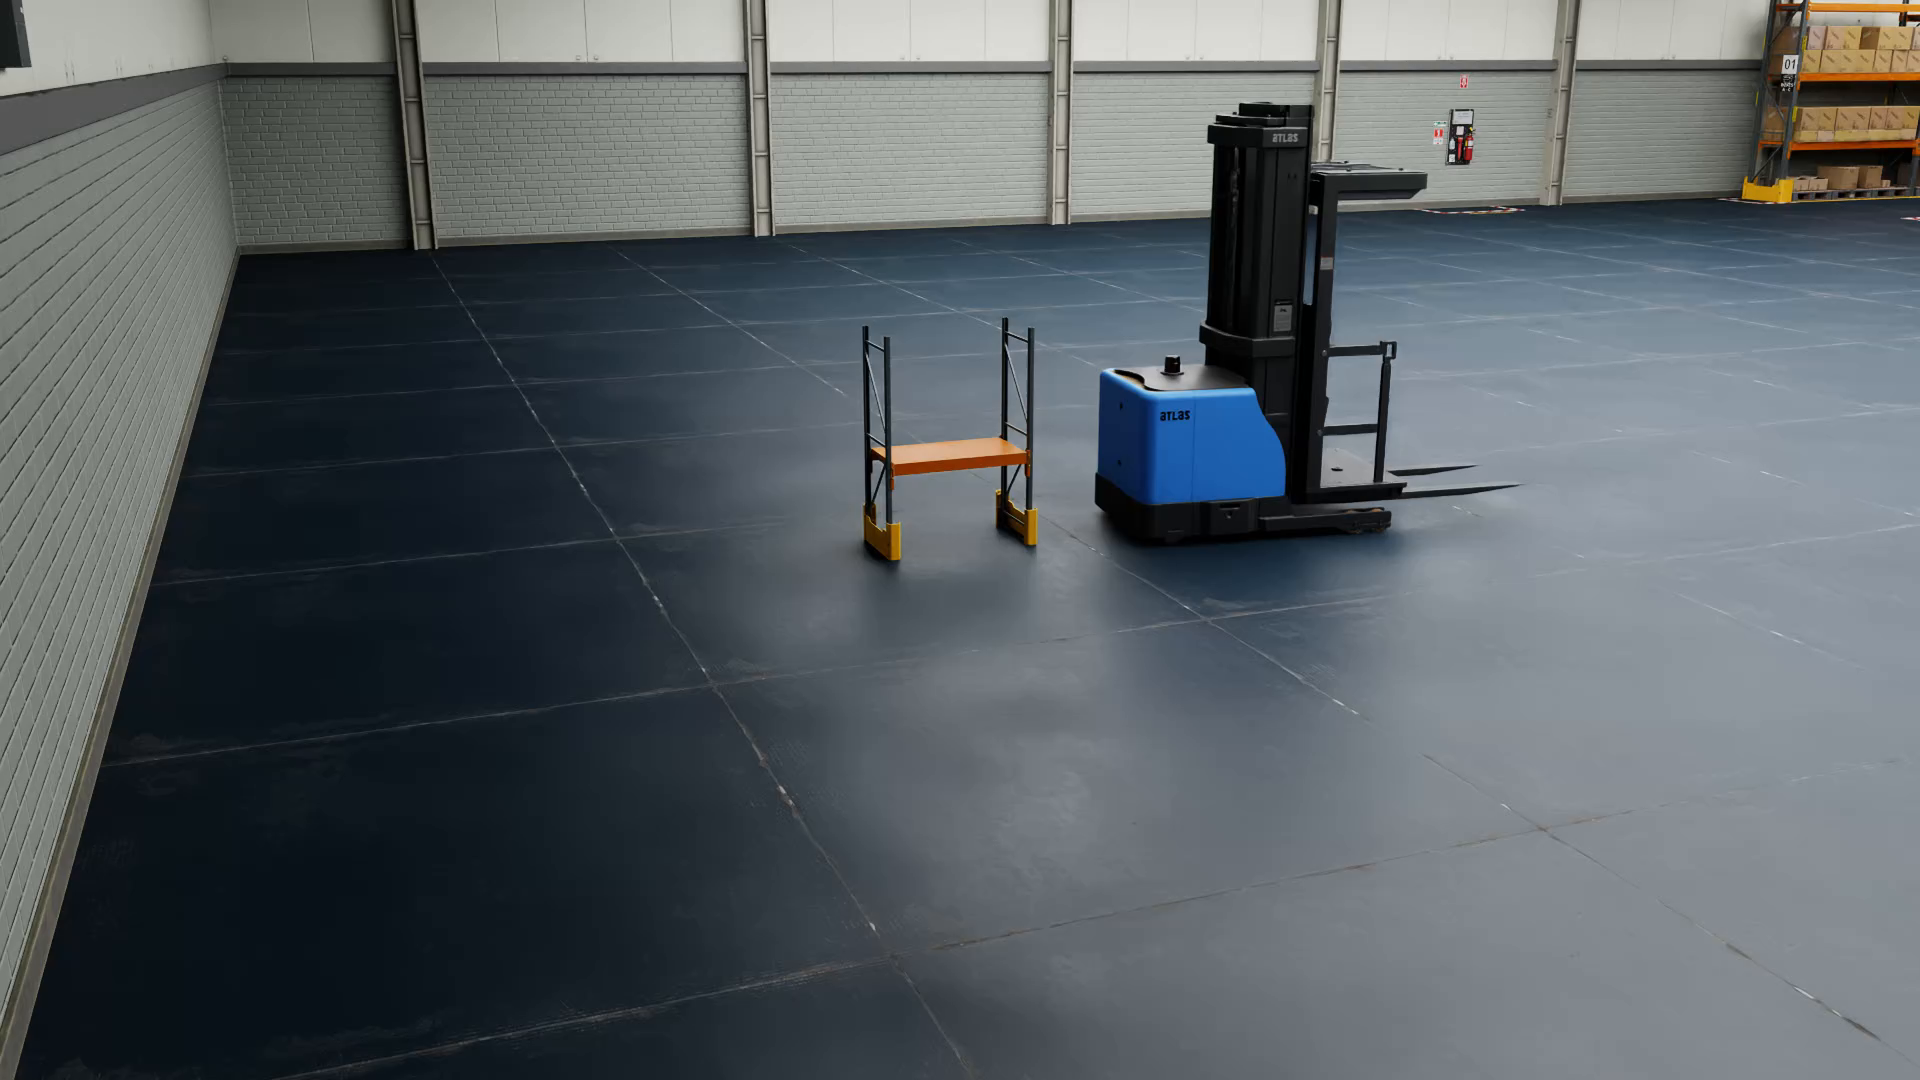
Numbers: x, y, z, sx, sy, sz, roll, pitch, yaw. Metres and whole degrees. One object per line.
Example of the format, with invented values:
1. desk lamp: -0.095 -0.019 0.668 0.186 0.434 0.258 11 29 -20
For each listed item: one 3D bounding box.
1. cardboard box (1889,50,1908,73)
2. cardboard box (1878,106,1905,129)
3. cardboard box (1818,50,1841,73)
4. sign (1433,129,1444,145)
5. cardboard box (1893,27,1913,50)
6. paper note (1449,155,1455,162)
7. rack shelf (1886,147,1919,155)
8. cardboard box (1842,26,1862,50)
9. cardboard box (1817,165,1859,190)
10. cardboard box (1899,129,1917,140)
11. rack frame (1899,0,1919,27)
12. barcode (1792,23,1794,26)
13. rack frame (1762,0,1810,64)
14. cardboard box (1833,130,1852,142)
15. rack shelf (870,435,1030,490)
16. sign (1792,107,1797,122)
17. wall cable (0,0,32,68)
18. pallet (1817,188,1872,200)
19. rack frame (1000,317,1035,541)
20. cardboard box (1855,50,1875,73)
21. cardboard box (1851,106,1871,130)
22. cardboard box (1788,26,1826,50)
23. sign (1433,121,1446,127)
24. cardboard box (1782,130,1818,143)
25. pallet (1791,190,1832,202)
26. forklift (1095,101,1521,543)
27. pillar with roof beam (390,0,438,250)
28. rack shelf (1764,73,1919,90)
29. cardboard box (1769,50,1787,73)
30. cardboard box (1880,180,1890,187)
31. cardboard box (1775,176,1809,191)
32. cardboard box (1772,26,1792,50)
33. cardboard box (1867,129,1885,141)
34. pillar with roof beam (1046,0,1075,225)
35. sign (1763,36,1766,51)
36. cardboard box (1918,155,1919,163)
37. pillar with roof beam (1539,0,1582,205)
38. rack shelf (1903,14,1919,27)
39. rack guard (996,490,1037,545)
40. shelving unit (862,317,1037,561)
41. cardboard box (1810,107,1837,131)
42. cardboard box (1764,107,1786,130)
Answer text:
1. cardboard box: 21.284 -10.958 38.054 0.500 0.500 0.500 -8 18 -25
2. cardboard box: 21.350 -9.742 38.347 0.500 0.500 0.500 -6 17 -20
3. cardboard box: 19.325 -10.731 37.281 0.500 0.500 0.500 -5 17 -16
4. sign: 10.276 -8.664 35.716 0.234 0.329 0.001 -6 17 -20
5. cardboard box: 21.263 -11.421 37.856 0.500 0.500 0.500 -5 17 -17
6. paper note: 10.639 -8.253 35.944 0.142 0.148 0.016 -6 17 -20
7. rack shelf: 24.012 -9.481 39.839 4.000 0.370 1.077 -6 17 -20
8. cardboard box: 19.817 -11.265 37.324 0.500 0.500 0.500 -6 17 -19
9. cardboard box: 20.323 -8.398 38.527 0.500 0.500 0.700 -7 18 -24
10. cardboard box: 21.811 -9.435 38.635 0.500 0.250 0.500 -6 17 -20
11. rack frame: 22.144 -12.503 38.205 0.127 3.000 1.000 -6 17 -20
12. barcode: 18.893 -11.680 37.707 0.075 0.075 0.001 -6 17 -20
13. rack frame: 18.409 -12.100 36.832 0.127 3.000 1.000 -6 17 -20
14. cardboard box: 19.936 -9.231 37.939 0.500 0.250 0.500 -6 18 -21
15. rack shelf: -0.080 -0.538 11.408 1.000 0.185 0.538 -6 17 -20
16. sign: 18.604 -9.494 37.069 0.005 0.325 0.100 -6 17 -20
17. wall cable: -4.595 -5.268 7.530 0.169 6.003 2.305 -6 17 -20
18. pallet: 20.389 -8.086 38.759 1.213 0.211 1.003 -6 17 -20
19. rack frame: 0.395 -0.762 11.532 0.032 1.500 0.500 -6 17 -20
20. cardboard box: 20.301 -10.844 37.666 0.500 0.500 0.500 -5 17 -17
21. cardboard box: 20.390 -9.641 38.005 0.500 0.500 0.500 -6 17 -18
22. cardboard box: 18.856 -11.173 37.012 0.500 0.500 0.500 -8 18 -24
23. sign: 10.284 -8.917 35.635 0.331 0.109 0.001 -6 17 -20
24. cardboard box: 18.979 -9.125 37.579 0.500 0.250 0.500 -7 18 -22
25. pallet: 19.251 -7.964 38.343 1.213 0.211 1.003 -6 17 -20
26. forklift: 2.568 -1.587 11.802 3.031 2.935 1.130 -4 17 -13
27. pillar with roof beam: -7.720 -8.241 23.690 0.400 9.000 9.100 -6 17 -20
28. rack shelf: 20.277 -10.517 38.043 4.000 0.370 1.077 -6 17 -20
29. cardboard box: 18.708 -10.827 37.608 0.500 0.500 0.500 -5 17 -16
30. cardboard box: 21.656 -8.415 39.177 0.250 0.166 0.380 -9 18 -27
31. cardboard box: 19.088 -8.189 38.151 0.500 0.311 0.500 -8 18 -26
32. cardboard box: 18.718 -11.310 37.479 0.500 0.500 0.500 -5 17 -18
33. cardboard box: 20.878 -9.332 38.285 0.500 0.250 0.500 -6 17 -20
34. pillar with roof beam: 3.486 -9.451 27.810 0.400 9.000 9.100 -6 17 -20
35. sign: 18.229 -11.234 37.634 0.005 0.325 0.100 -6 17 -20
36. cardboard box: 23.236 -9.120 39.657 0.500 0.250 0.500 -7 18 -21
37. pillar with roof beam: 14.691 -10.661 31.930 0.400 9.000 9.100 -6 17 -20
38. rack shelf: 24.012 -12.168 39.050 4.000 0.370 1.077 -6 17 -20
39. rack guard: 0.394 -0.162 11.708 0.087 0.250 0.587 -6 17 -20
40. shelving unit: -0.071 -0.712 11.361 1.083 1.500 0.587 -6 17 -20
41. cardboard box: 19.428 -9.535 37.645 0.500 0.500 0.500 -6 17 -20
42. cardboard box: 18.773 -9.623 37.942 0.500 0.500 0.500 -6 18 -21
